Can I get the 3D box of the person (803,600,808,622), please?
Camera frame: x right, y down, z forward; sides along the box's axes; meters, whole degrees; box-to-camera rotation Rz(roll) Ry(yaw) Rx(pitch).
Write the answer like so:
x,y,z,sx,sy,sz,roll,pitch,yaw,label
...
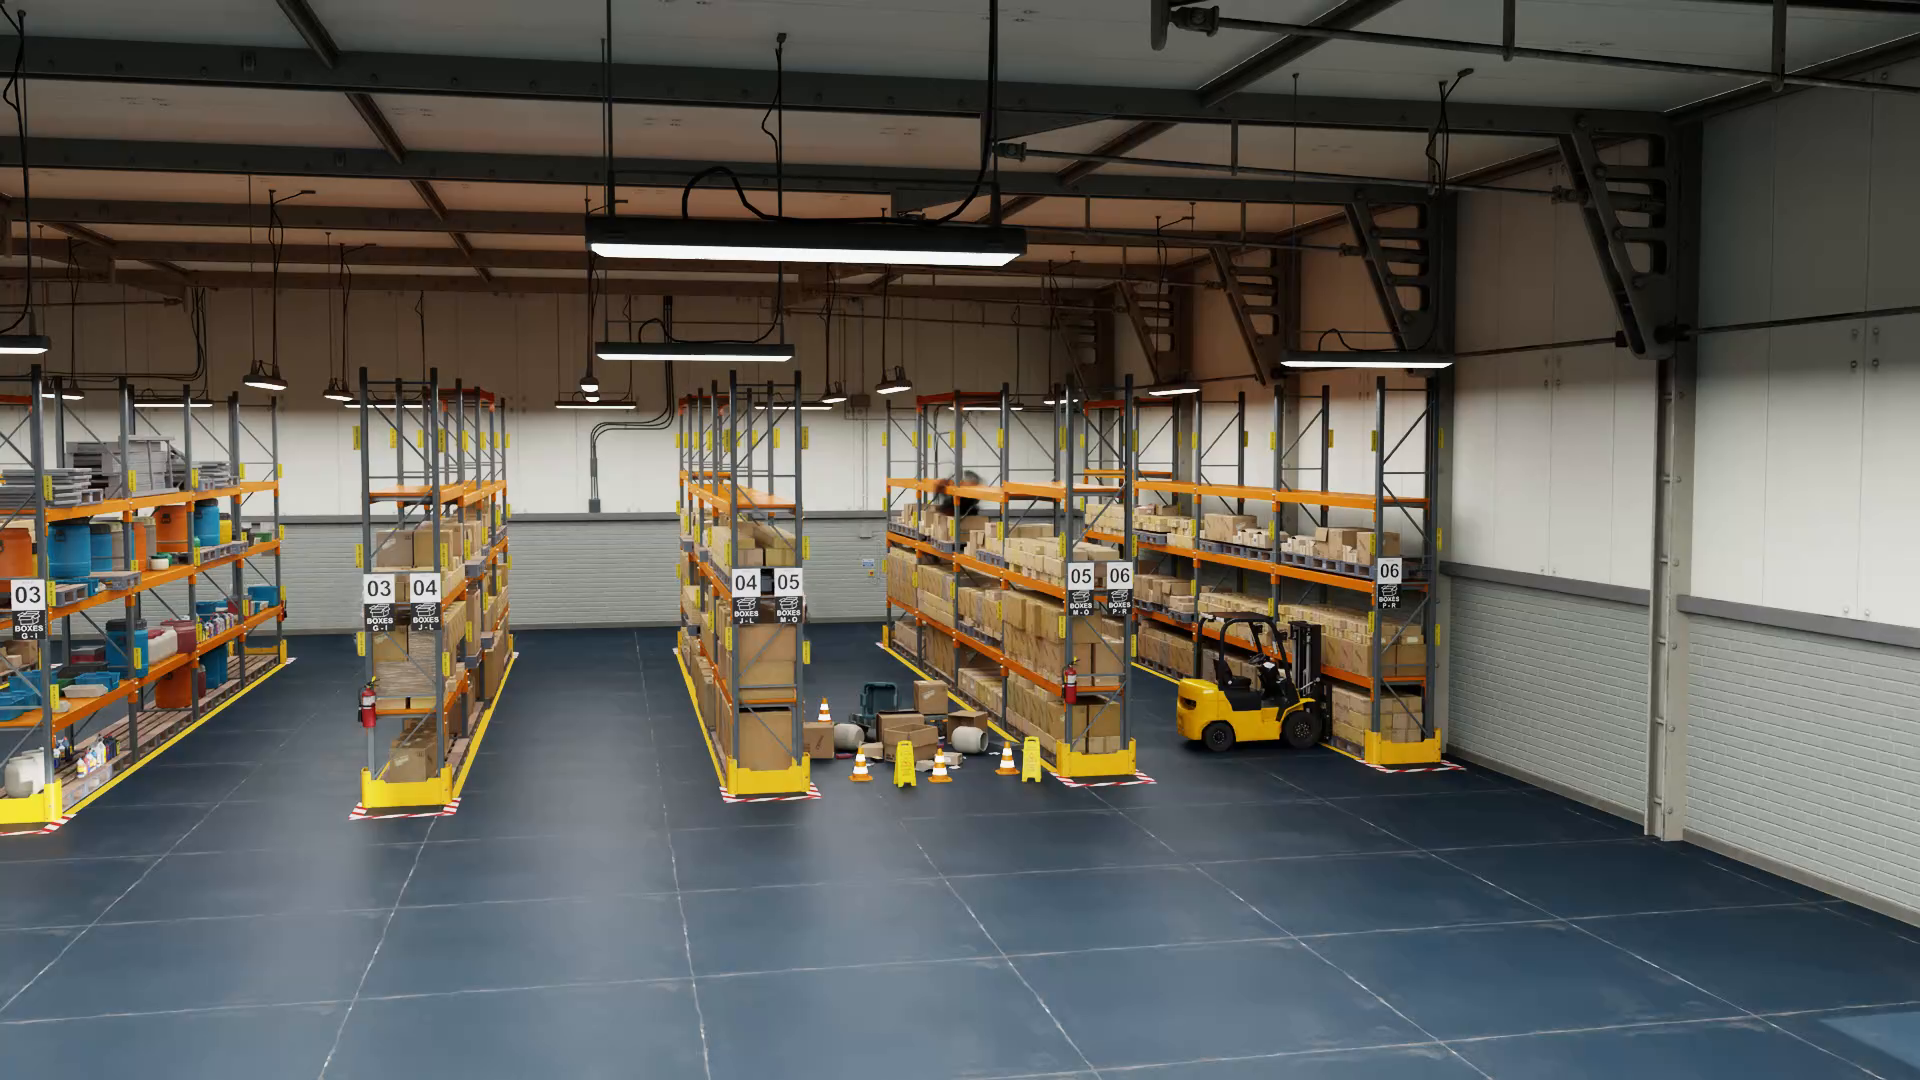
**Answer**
x,y,z,sx,sy,sz,roll,pitch,yaw,label
-3.819,1.876,37.688,0.677,1.819,0.764,-1,3,-12,person
